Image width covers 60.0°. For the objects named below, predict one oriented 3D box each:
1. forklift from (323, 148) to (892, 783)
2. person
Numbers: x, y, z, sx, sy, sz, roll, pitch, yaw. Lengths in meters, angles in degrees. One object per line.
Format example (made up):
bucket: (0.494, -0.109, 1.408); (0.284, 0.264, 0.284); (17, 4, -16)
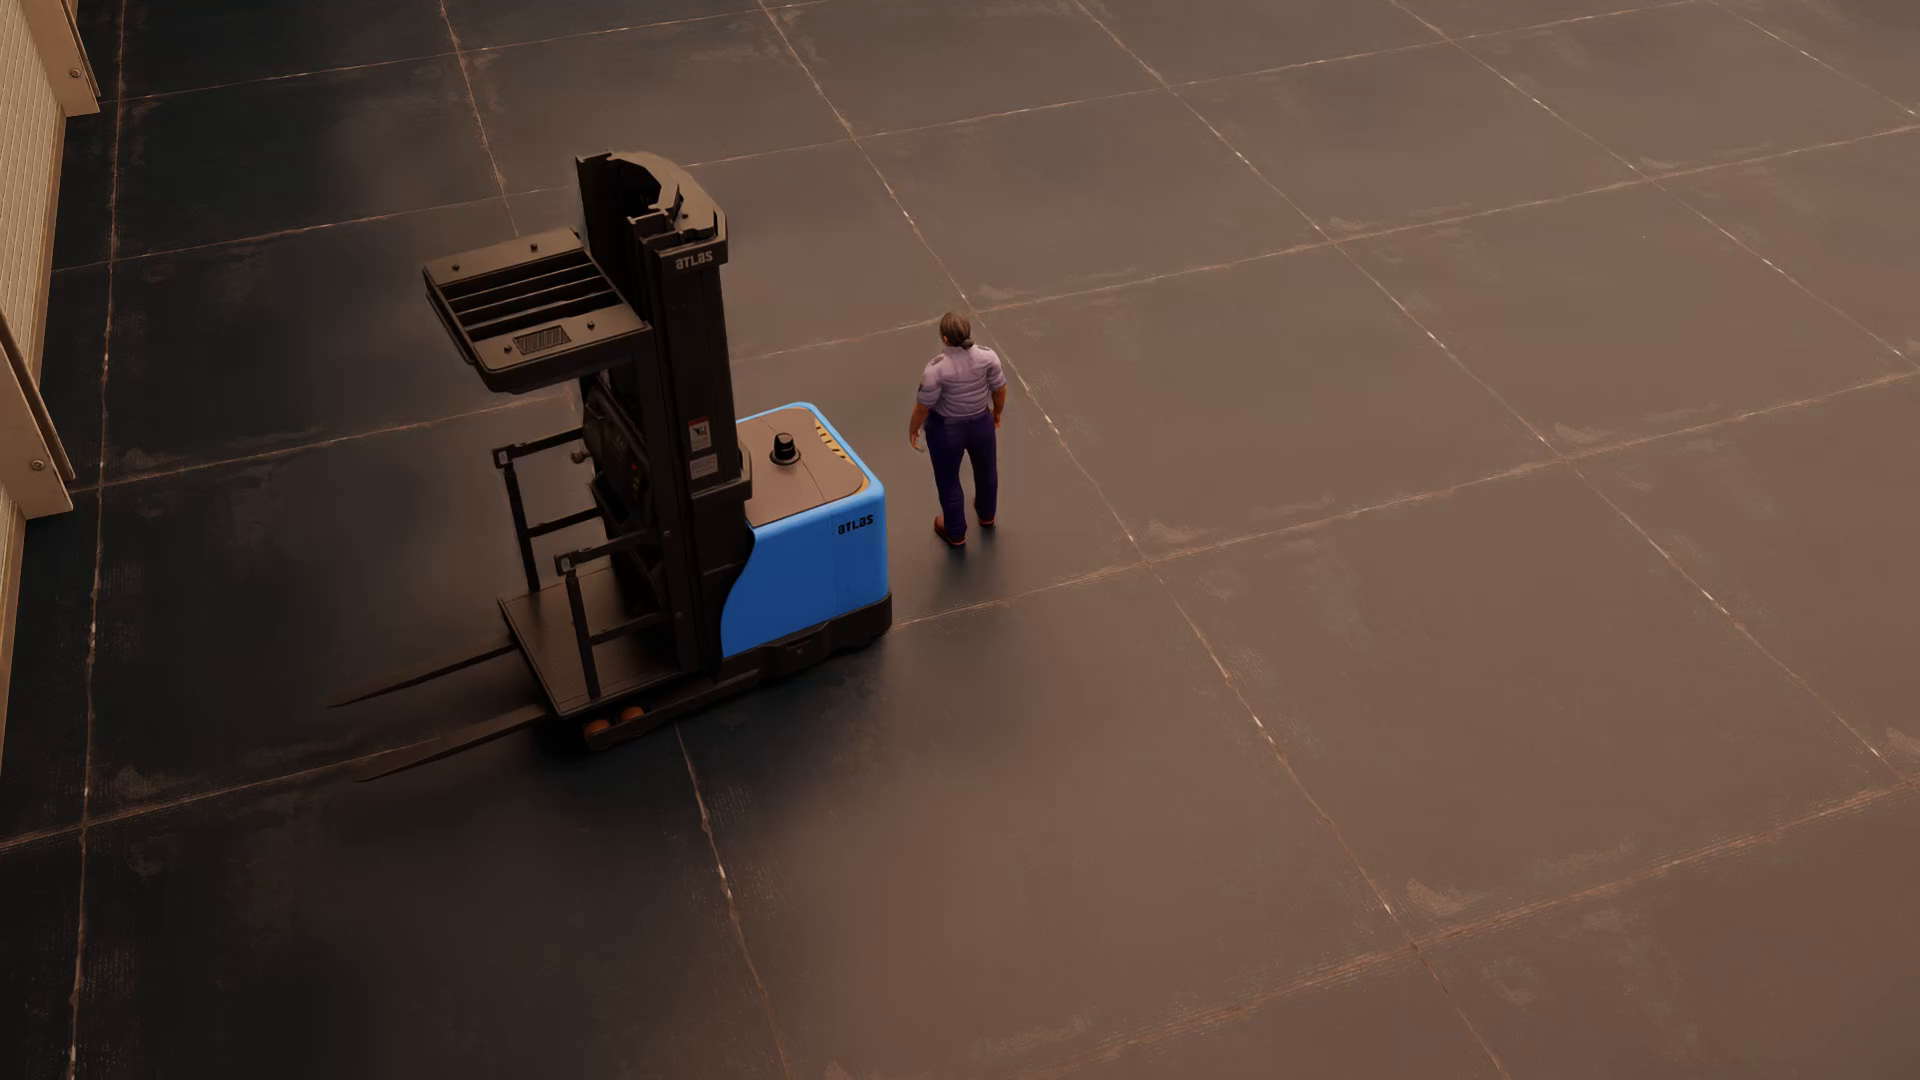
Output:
forklift: (-1.929, -0.384, 8.453); (3.031, 2.935, 1.130); (-20, 44, -22)
person: (-0.027, -0.696, 9.823); (0.610, 1.654, 0.484); (-14, 42, -16)
